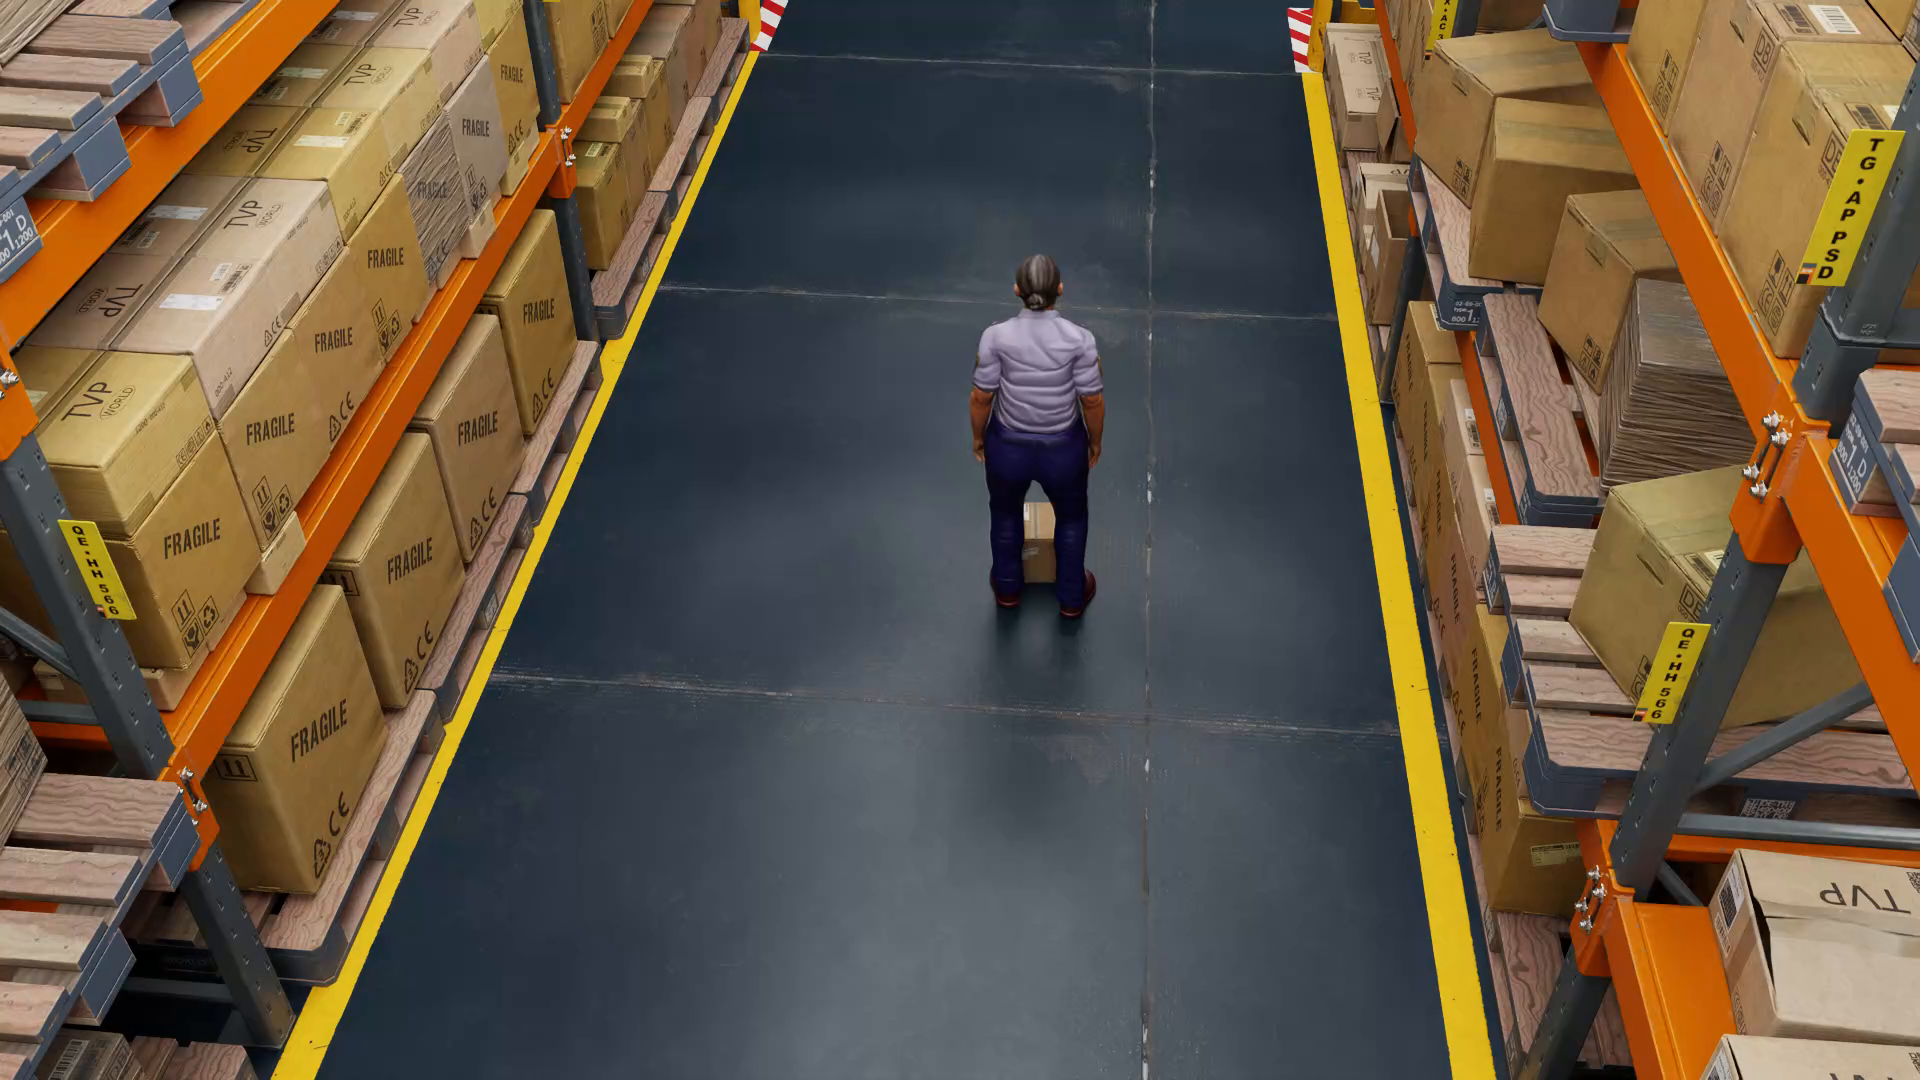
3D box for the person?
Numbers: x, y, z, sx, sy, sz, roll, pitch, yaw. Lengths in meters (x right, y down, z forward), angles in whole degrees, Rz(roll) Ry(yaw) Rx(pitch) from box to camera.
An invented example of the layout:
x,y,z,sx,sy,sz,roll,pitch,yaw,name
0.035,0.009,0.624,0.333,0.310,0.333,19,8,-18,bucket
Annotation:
x,y,z,sx,sy,sz,roll,pitch,yaw,name
0.312,-0.384,6.615,0.540,1.652,0.413,3,40,4,person
